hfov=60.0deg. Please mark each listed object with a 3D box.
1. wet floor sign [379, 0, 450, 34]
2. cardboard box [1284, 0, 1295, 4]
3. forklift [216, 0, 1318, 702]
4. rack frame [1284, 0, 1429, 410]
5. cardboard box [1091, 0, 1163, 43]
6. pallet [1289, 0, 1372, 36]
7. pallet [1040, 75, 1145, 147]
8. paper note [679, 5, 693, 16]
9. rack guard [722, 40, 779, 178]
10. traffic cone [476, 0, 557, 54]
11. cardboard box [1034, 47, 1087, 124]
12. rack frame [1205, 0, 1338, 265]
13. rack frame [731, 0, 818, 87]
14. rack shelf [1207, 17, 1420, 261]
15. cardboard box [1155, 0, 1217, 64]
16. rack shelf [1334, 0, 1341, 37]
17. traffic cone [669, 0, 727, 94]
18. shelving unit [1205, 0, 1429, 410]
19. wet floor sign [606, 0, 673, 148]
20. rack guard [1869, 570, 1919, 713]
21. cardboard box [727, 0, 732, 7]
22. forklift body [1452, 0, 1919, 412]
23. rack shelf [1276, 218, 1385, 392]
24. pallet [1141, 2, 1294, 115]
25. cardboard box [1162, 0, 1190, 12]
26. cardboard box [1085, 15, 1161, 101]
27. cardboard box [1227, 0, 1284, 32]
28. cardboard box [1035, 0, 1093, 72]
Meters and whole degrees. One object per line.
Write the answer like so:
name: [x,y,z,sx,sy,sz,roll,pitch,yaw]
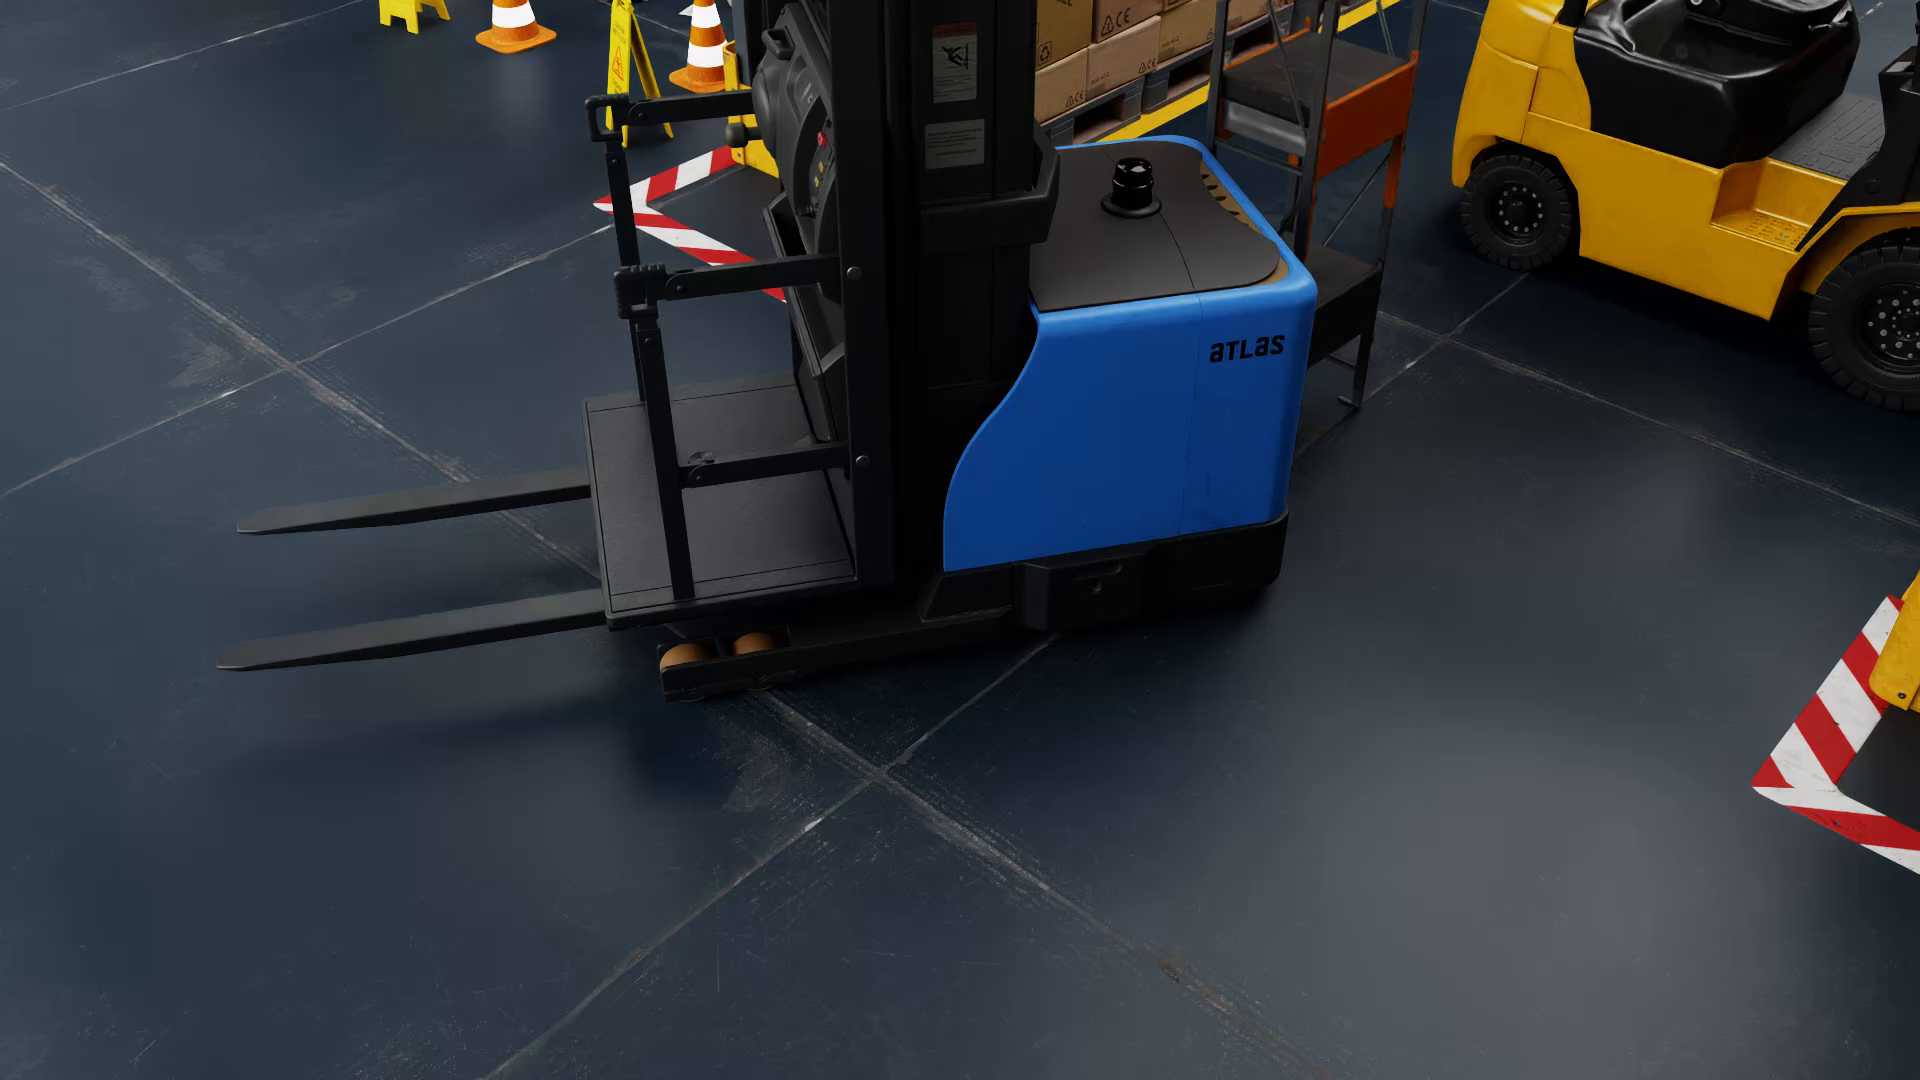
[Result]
wet floor sign: [-2.825,-2.943,8.433,0.267,0.644,0.232,22,43,25]
cardboard box: [1.601,-2.970,8.446,0.500,0.250,0.500,28,46,31]
forklift: [-0.605,-1.055,4.222,3.031,2.935,1.130,-9,39,-11]
rack frame: [1.245,-1.368,5.275,0.400,2.100,0.015,31,48,34]
cardboard box: [0.568,-2.566,7.337,0.500,0.500,0.500,28,46,30]
pallet: [1.726,-3.100,8.979,1.003,0.211,1.213,30,47,32]
pallet: [0.080,-1.979,7.569,1.003,0.211,1.213,30,47,32]
paper note: [-1.377,-2.785,8.728,0.148,0.019,0.142,14,41,17]
rack guard: [-0.494,-1.734,7.029,1.175,0.500,0.348,30,47,32]
traffic cone: [-2.256,-2.733,8.316,0.336,0.463,0.334,30,47,32]
cardboard box: [0.203,-2.020,7.252,0.500,0.250,0.500,29,47,32]
rack frame: [0.900,-1.151,5.007,0.400,2.100,0.015,31,48,34]
rack frame: [-0.545,-2.677,6.207,1.000,3.000,0.127,30,47,32]
rack shelf: [1.073,-1.249,5.149,0.431,0.518,0.480,31,48,34]
cardboard box: [0.912,-2.507,7.865,0.500,0.250,0.500,-31,48,-33]
rack shelf: [1.065,-1.797,4.714,0.431,0.518,0.480,31,48,34]
traffic cone: [-1.208,-2.423,7.926,0.336,0.463,0.334,30,47,32]
shelving unit: [1.072,-1.260,5.141,0.431,2.100,0.503,31,48,34]
wet floor sign: [-1.463,-2.118,7.395,0.232,0.644,0.267,-18,42,-21]
rack guard: [3.105,0.395,4.352,1.175,0.500,0.348,30,47,32]
cardboard box: [-1.153,-3.011,8.917,0.250,0.149,0.380,-11,40,-14]
forklift body: [3.054,-1.900,5.911,2.313,2.155,1.214,30,47,32]
rack shelf: [1.081,-0.700,5.584,0.431,0.518,0.480,31,48,34]
pallet: [0.903,-2.537,8.271,1.003,0.211,1.213,30,47,32]
cardboard box: [0.912,-2.793,7.622,0.500,0.500,0.500,31,48,33]
cardboard box: [0.553,-2.251,7.543,0.500,0.250,0.500,31,48,33]
cardboard box: [1.254,-2.738,8.155,0.500,0.250,0.500,30,48,32]
cardboard box: [0.218,-2.324,7.032,0.500,0.500,0.500,28,46,31]
